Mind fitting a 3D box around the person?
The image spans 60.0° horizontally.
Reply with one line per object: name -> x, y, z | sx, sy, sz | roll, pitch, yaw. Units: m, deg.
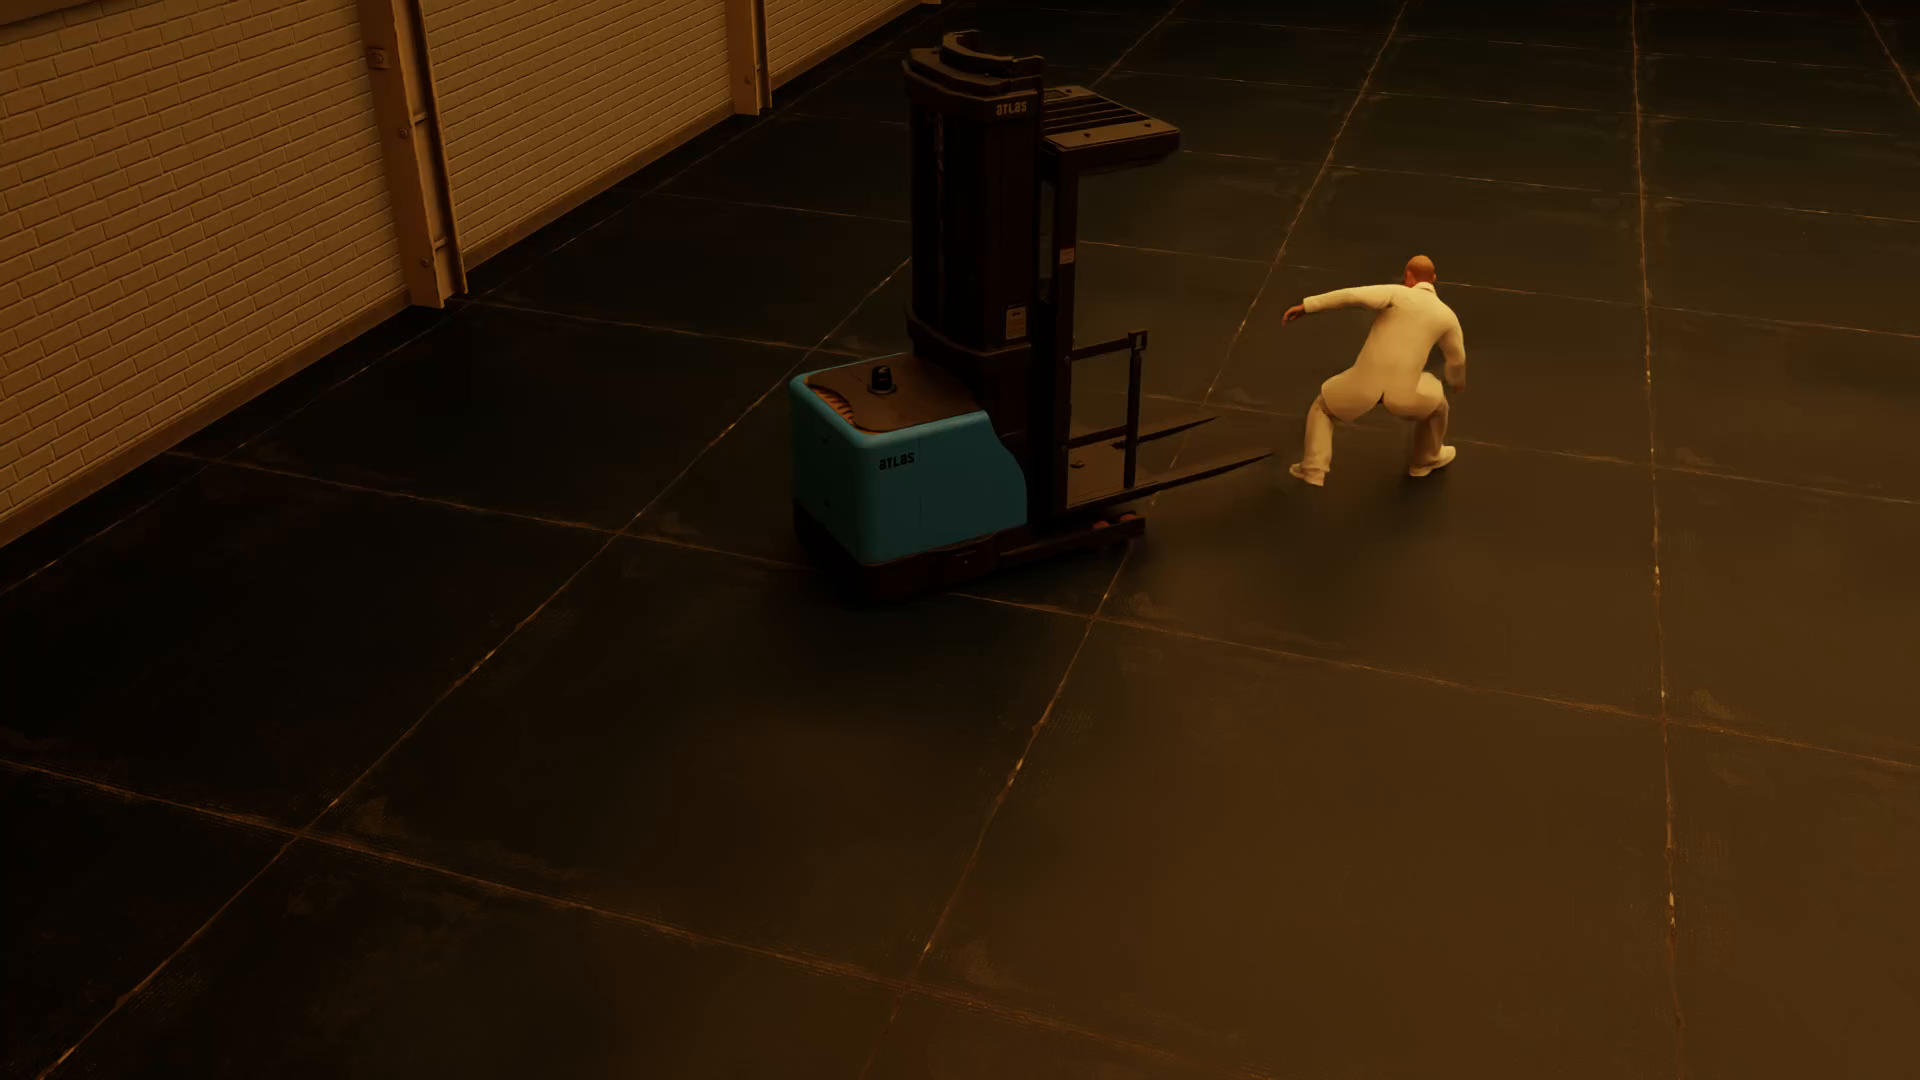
person -> 2.589, -1.007, 10.375 | 1.231, 1.491, 0.795 | 5, 30, 8

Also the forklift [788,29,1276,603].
forklift -> 0.537, -1.431, 9.646 | 3.031, 2.935, 1.130 | -15, 33, -25
